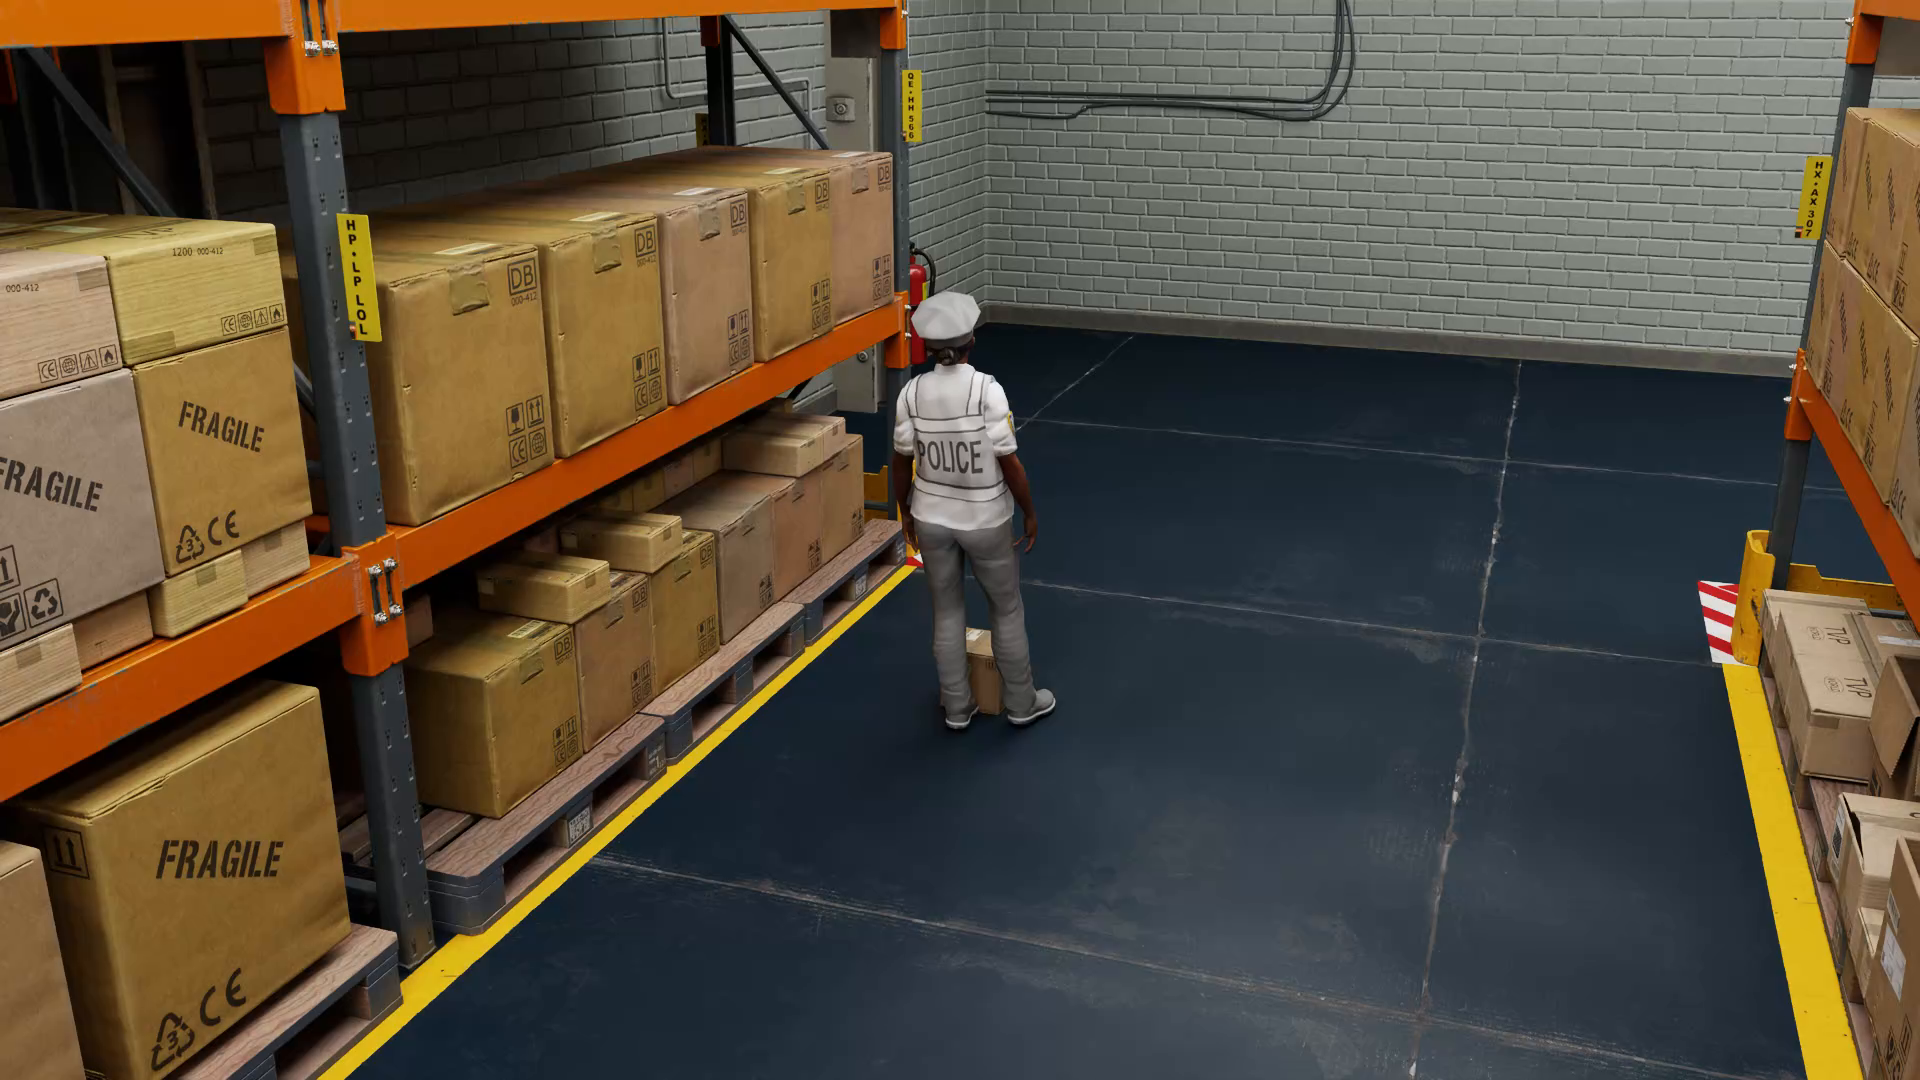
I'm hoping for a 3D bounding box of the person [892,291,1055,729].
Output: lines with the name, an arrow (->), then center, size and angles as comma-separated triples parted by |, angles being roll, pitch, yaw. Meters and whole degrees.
person -> 0.048, -0.099, 6.273 | 0.569, 1.694, 0.529 | 6, 20, 18
